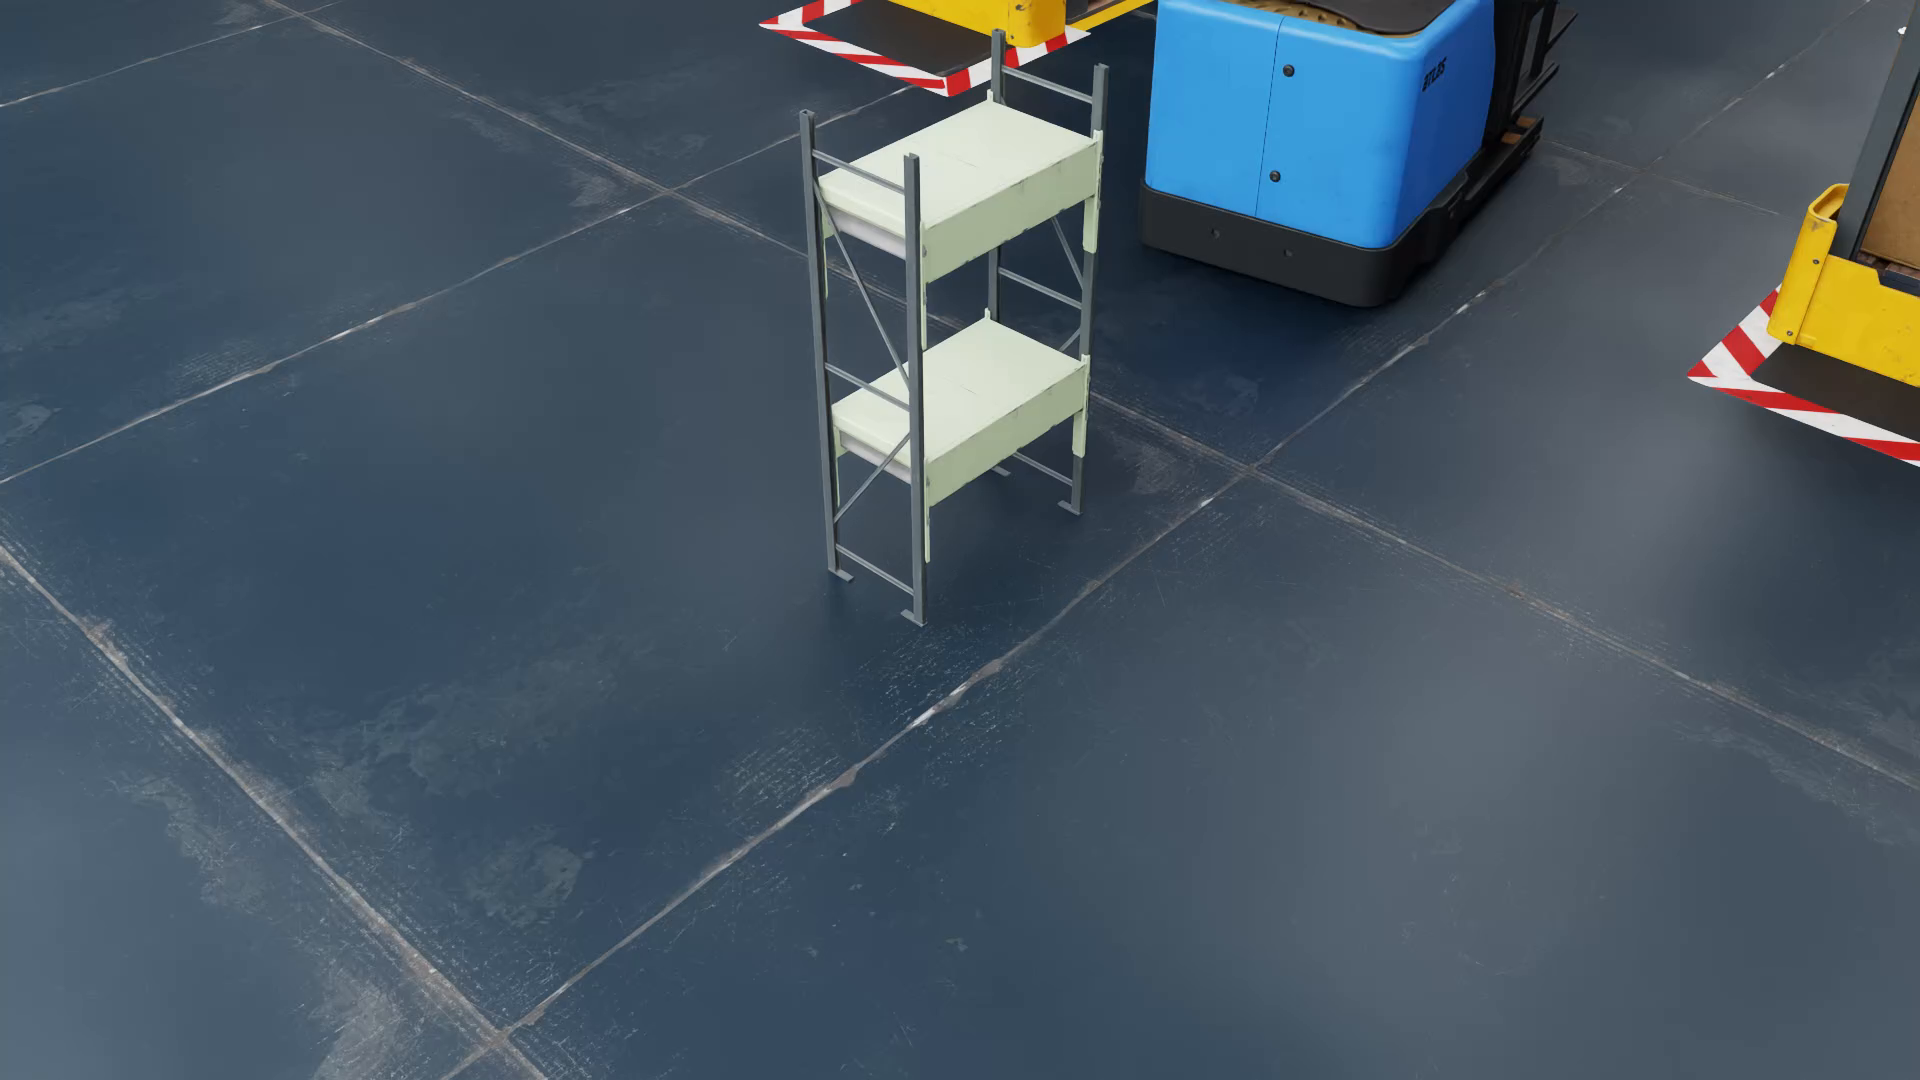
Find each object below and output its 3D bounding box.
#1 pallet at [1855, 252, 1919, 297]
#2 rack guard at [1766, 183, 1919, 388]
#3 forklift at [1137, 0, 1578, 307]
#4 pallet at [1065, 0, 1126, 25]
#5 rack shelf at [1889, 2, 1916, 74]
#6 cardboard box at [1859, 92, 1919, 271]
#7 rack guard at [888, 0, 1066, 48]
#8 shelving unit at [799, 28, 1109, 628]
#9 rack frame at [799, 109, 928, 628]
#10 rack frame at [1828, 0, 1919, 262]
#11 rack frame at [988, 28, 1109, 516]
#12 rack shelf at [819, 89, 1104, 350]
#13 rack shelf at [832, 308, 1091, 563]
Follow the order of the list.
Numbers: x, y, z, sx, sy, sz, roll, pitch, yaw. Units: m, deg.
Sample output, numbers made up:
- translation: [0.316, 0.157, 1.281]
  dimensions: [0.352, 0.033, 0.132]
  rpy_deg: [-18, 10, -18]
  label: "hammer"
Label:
- translation: [4.042, -1.101, 6.465]
  dimensions: [1.003, 0.211, 1.213]
  rpy_deg: [30, 47, 32]
  label: "pallet"
- translation: [3.544, -0.803, 5.858]
  dimensions: [1.175, 0.500, 0.348]
  rpy_deg: [30, 47, 32]
  label: "rack guard"
- translation: [1.932, -2.905, 6.549]
  dimensions: [1.130, 2.935, 3.031]
  rpy_deg: [22, 43, 25]
  label: "forklift"
- translation: [0.593, -3.223, 9.134]
  dimensions: [1.003, 0.211, 1.213]
  rpy_deg: [30, 47, 32]
  label: "pallet"
- translation: [4.910, -2.430, 6.474]
  dimensions: [1.077, 0.370, 4.000]
  rpy_deg: [30, 47, 32]
  label: "rack shelf"
- translation: [3.969, -1.465, 6.052]
  dimensions: [0.875, 0.875, 0.875]
  rpy_deg: [30, 47, 32]
  label: "cardboard box"
- translation: [0.019, -2.978, 8.594]
  dimensions: [1.175, 0.500, 0.348]
  rpy_deg: [30, 47, 32]
  label: "rack guard"
- translation: [-0.004, -0.584, 4.779]
  dimensions: [0.431, 1.500, 0.755]
  rpy_deg: [30, 47, 32]
  label: "shelving unit"
- translation: [-0.251, -0.416, 4.568]
  dimensions: [0.400, 1.500, 0.023]
  rpy_deg: [30, 47, 32]
  label: "rack frame"
- translation: [3.560, -1.793, 5.094]
  dimensions: [1.000, 3.000, 0.127]
  rpy_deg: [30, 47, 32]
  label: "rack frame"
- translation: [0.242, -0.752, 4.991]
  dimensions: [0.400, 1.500, 0.023]
  rpy_deg: [30, 47, 32]
  label: "rack frame"
- translation: [-0.004, -0.889, 4.536]
  dimensions: [0.431, 0.370, 0.720]
  rpy_deg: [30, 47, 32]
  label: "rack shelf"
- translation: [-0.004, -0.329, 4.982]
  dimensions: [0.431, 0.370, 0.720]
  rpy_deg: [30, 47, 32]
  label: "rack shelf"
